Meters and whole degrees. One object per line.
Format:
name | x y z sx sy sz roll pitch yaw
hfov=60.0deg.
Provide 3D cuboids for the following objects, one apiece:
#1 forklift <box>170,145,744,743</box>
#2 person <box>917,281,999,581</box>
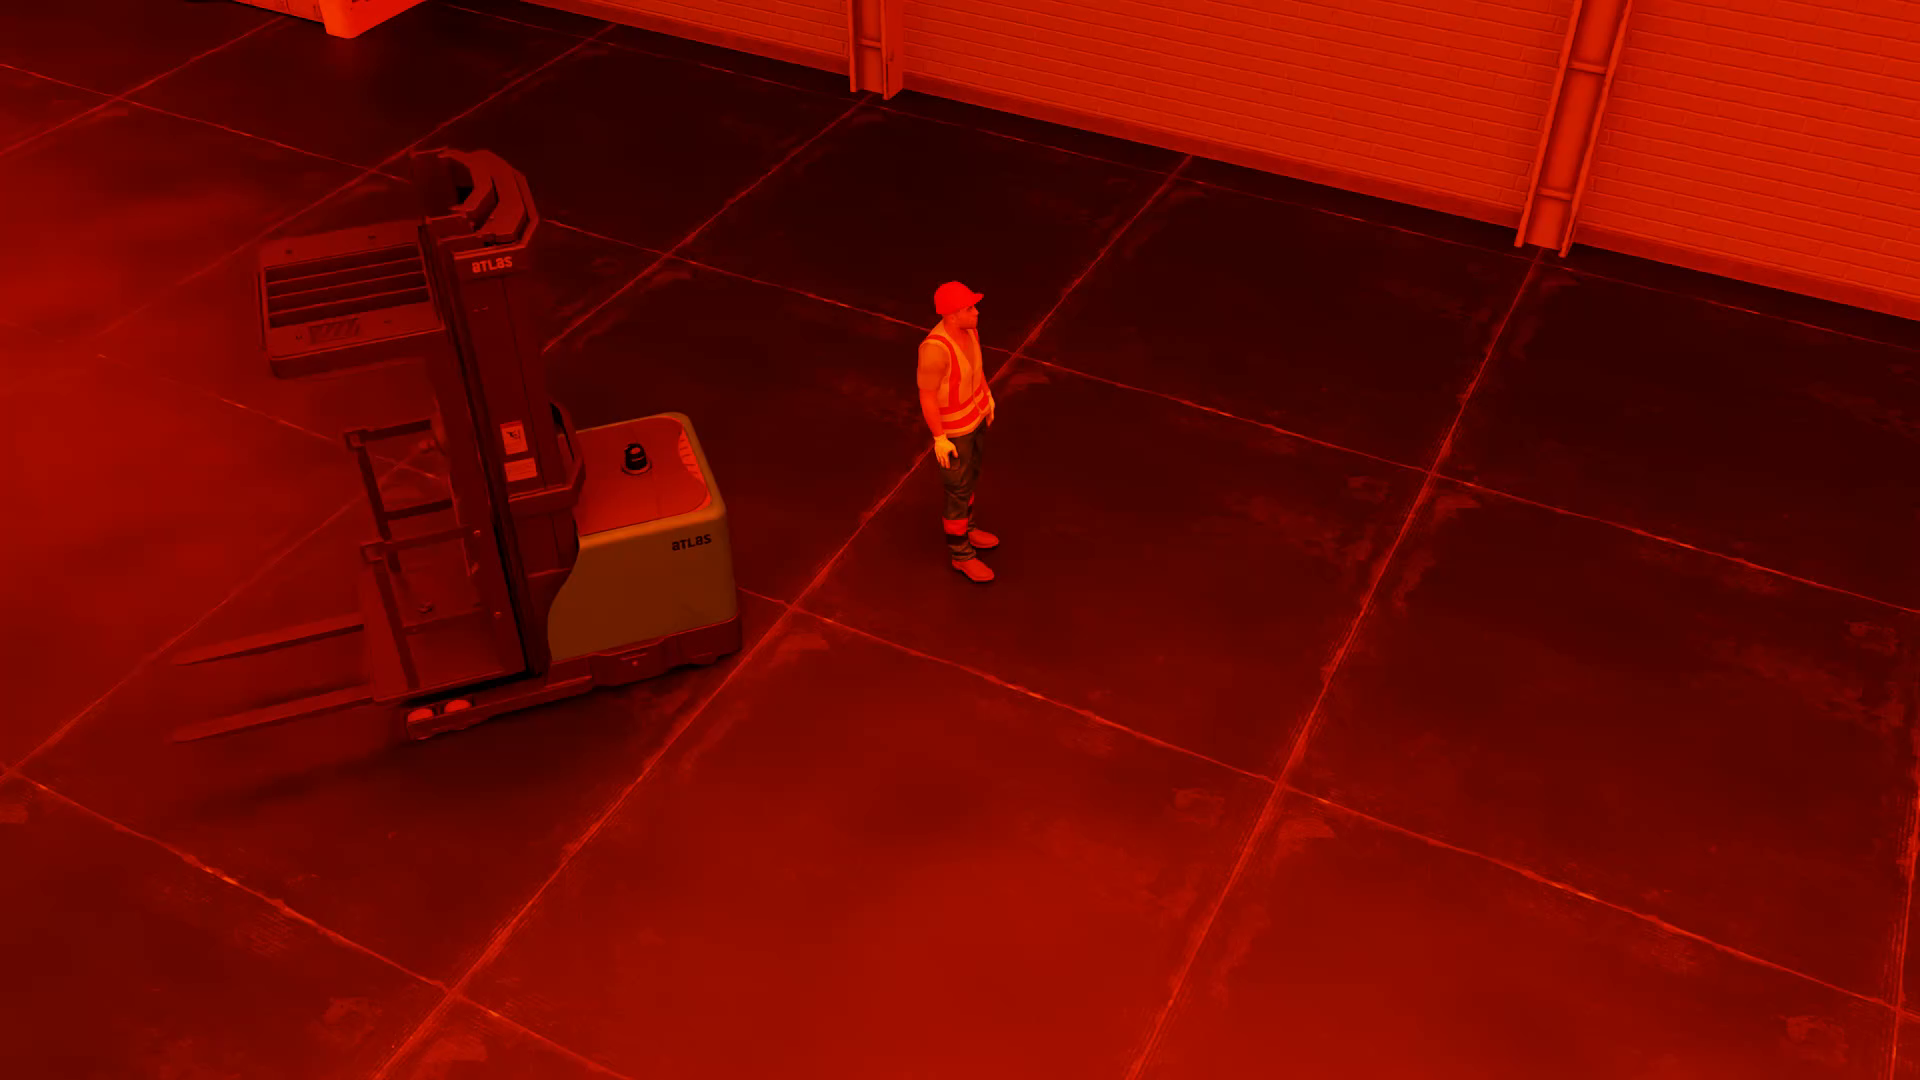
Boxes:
forklift | -2.804 -0.433 8.500 3.031 2.935 1.130 -13 42 -15
person | 0.067 -0.659 9.644 0.560 1.790 0.637 18 43 21
